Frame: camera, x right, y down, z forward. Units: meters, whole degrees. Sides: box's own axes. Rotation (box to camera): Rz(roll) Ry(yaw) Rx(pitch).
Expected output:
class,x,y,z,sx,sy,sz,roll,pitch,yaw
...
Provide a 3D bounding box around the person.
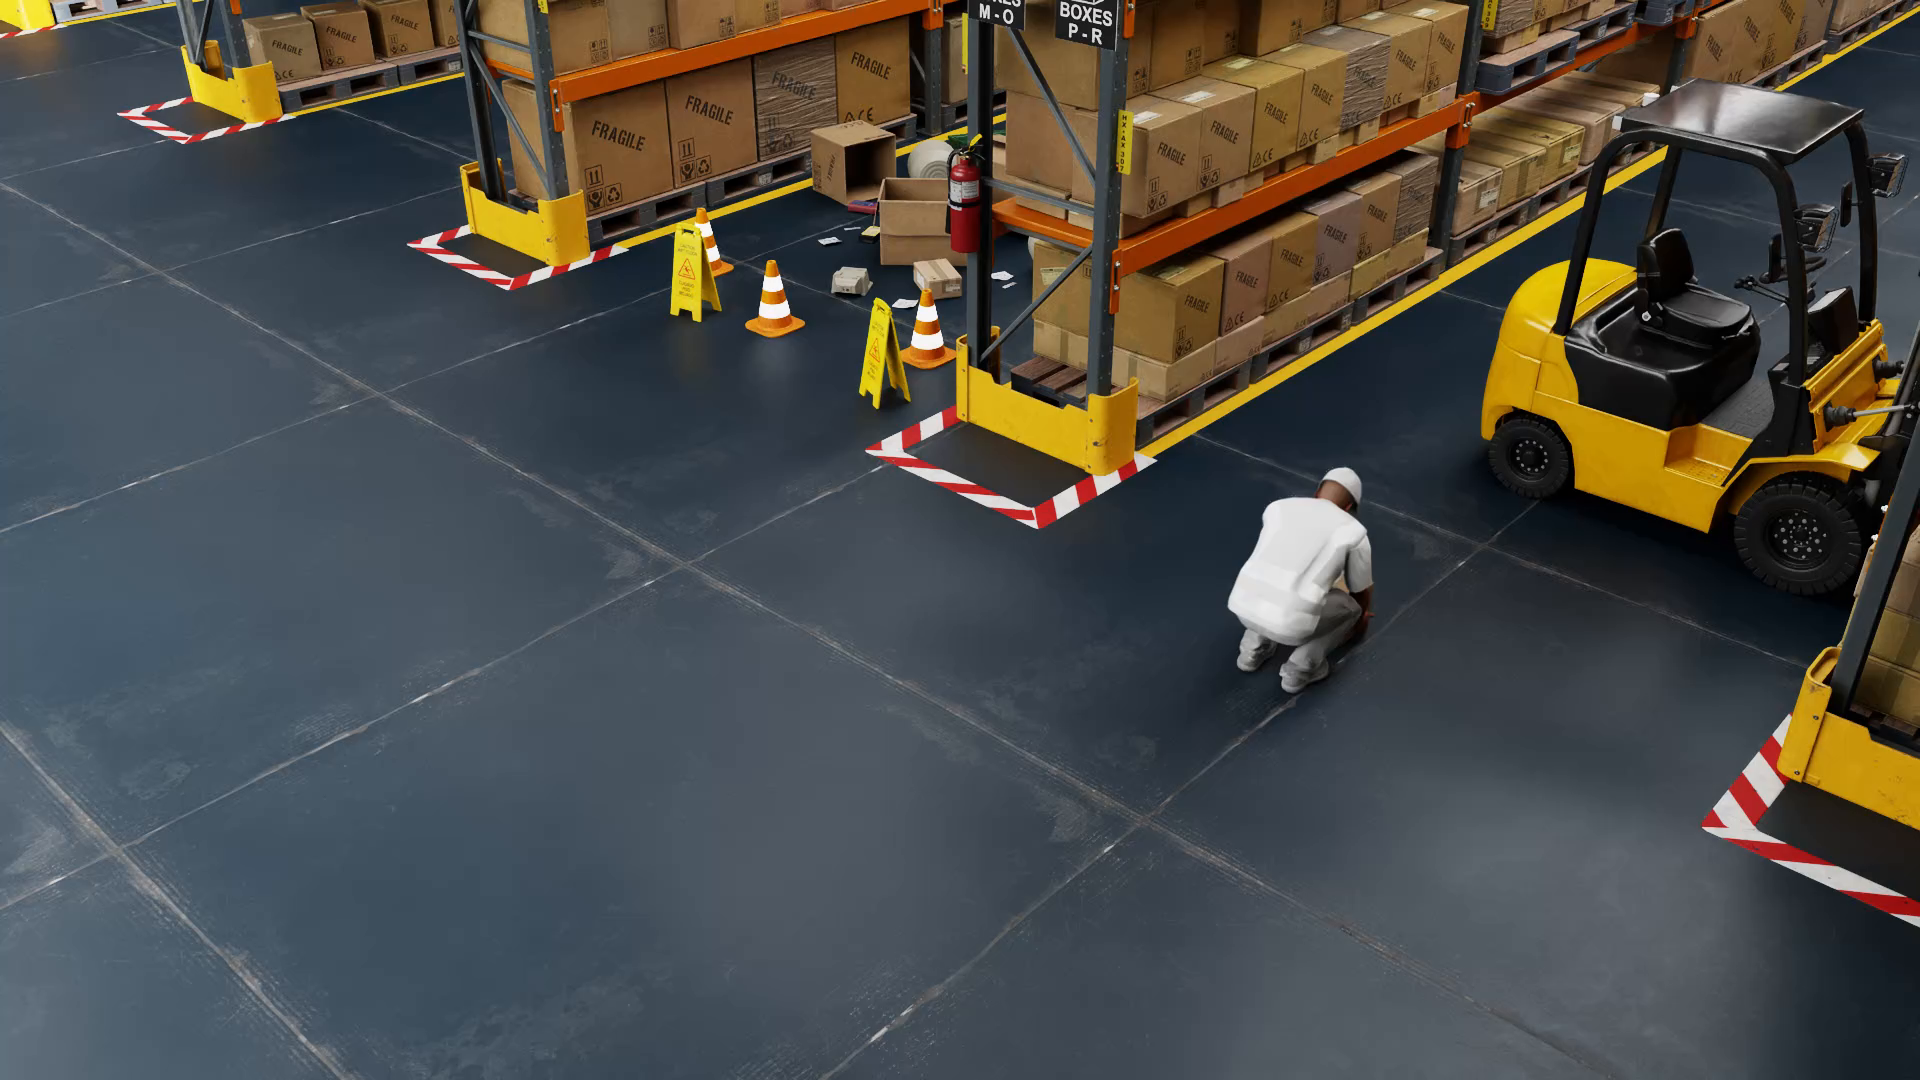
class,x,y,z,sx,sy,sz,roll,pitch,yaw
person,1.607,0.189,7.835,0.560,0.892,0.901,25,39,35
